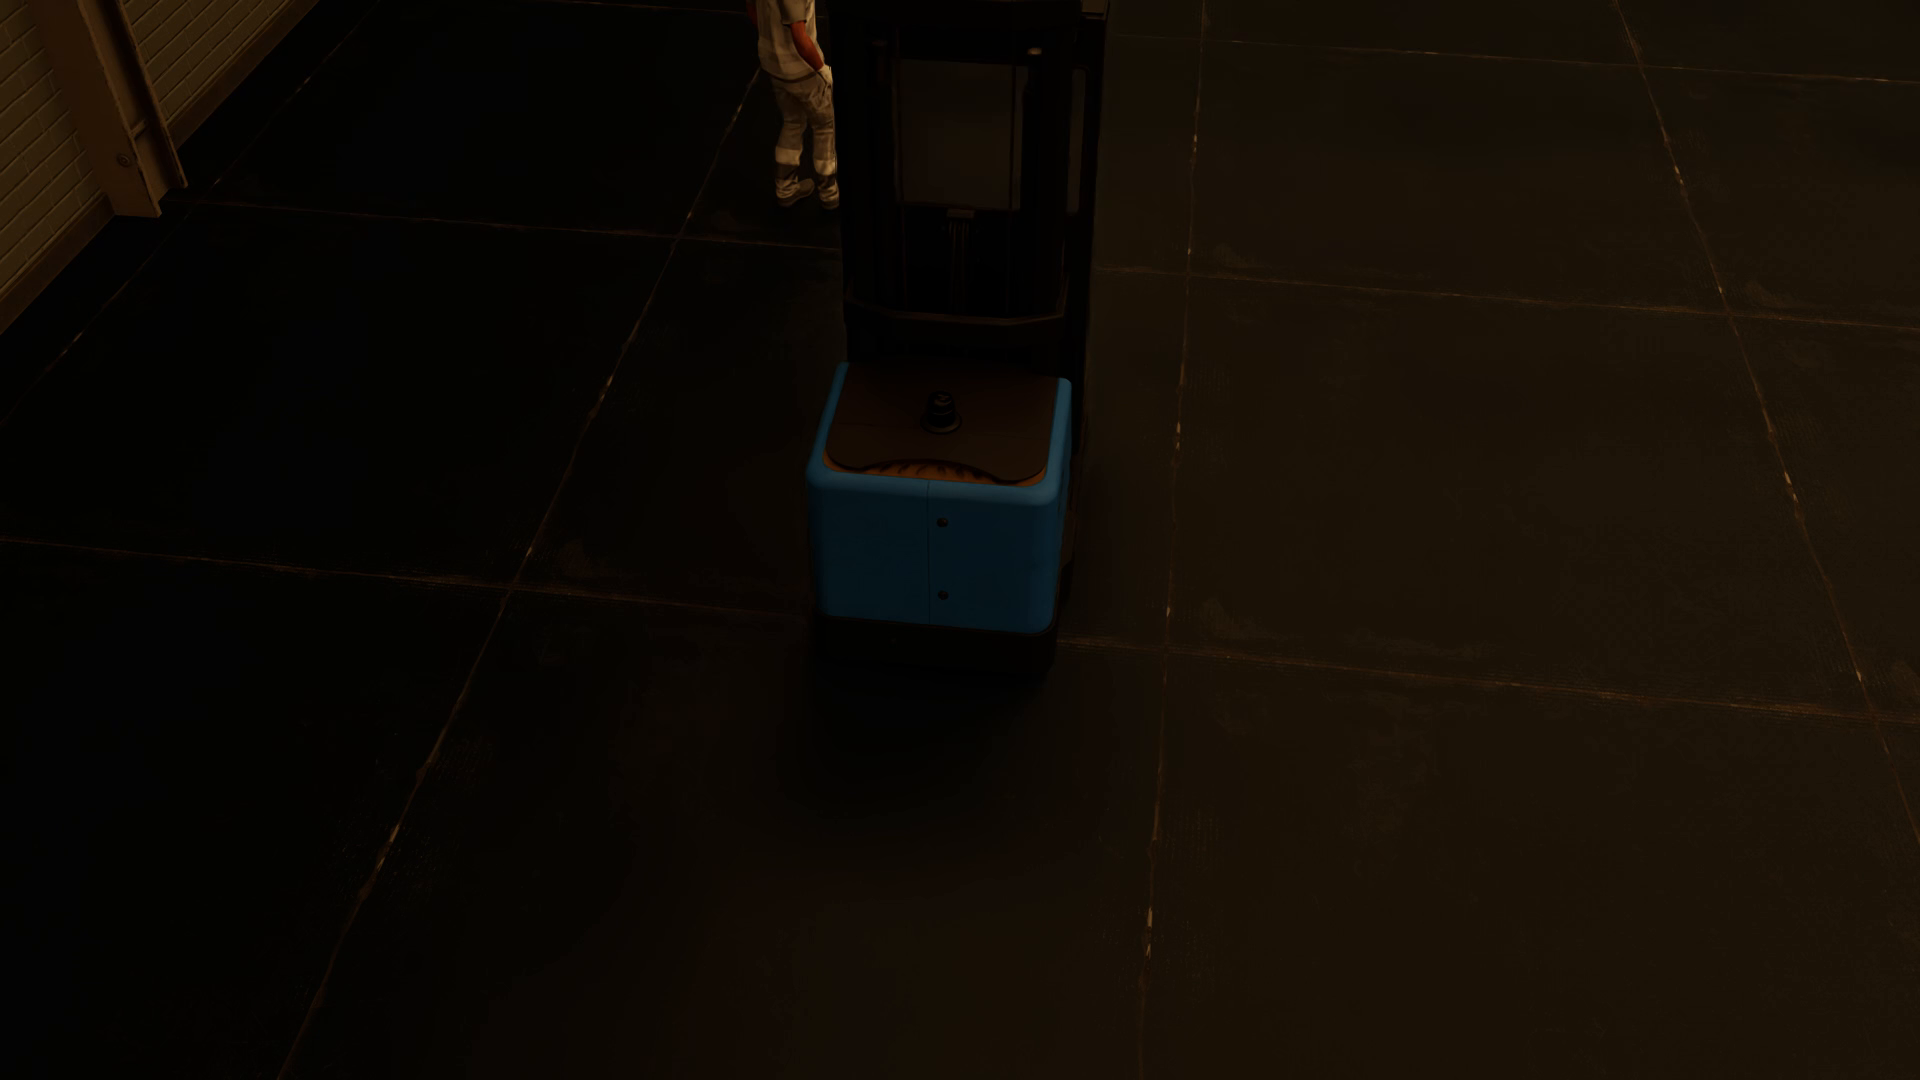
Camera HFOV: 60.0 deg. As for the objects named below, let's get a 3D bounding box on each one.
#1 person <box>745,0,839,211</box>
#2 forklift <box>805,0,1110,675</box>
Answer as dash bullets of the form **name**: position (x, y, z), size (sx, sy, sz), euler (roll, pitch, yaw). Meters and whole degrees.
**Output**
- **person**: position (-0.893, -2.752, 9.578), size (0.505, 1.772, 0.757), euler (-29, 50, -28)
- **forklift**: position (0.060, -1.498, 7.355), size (1.130, 2.935, 3.031), euler (5, 43, 5)
